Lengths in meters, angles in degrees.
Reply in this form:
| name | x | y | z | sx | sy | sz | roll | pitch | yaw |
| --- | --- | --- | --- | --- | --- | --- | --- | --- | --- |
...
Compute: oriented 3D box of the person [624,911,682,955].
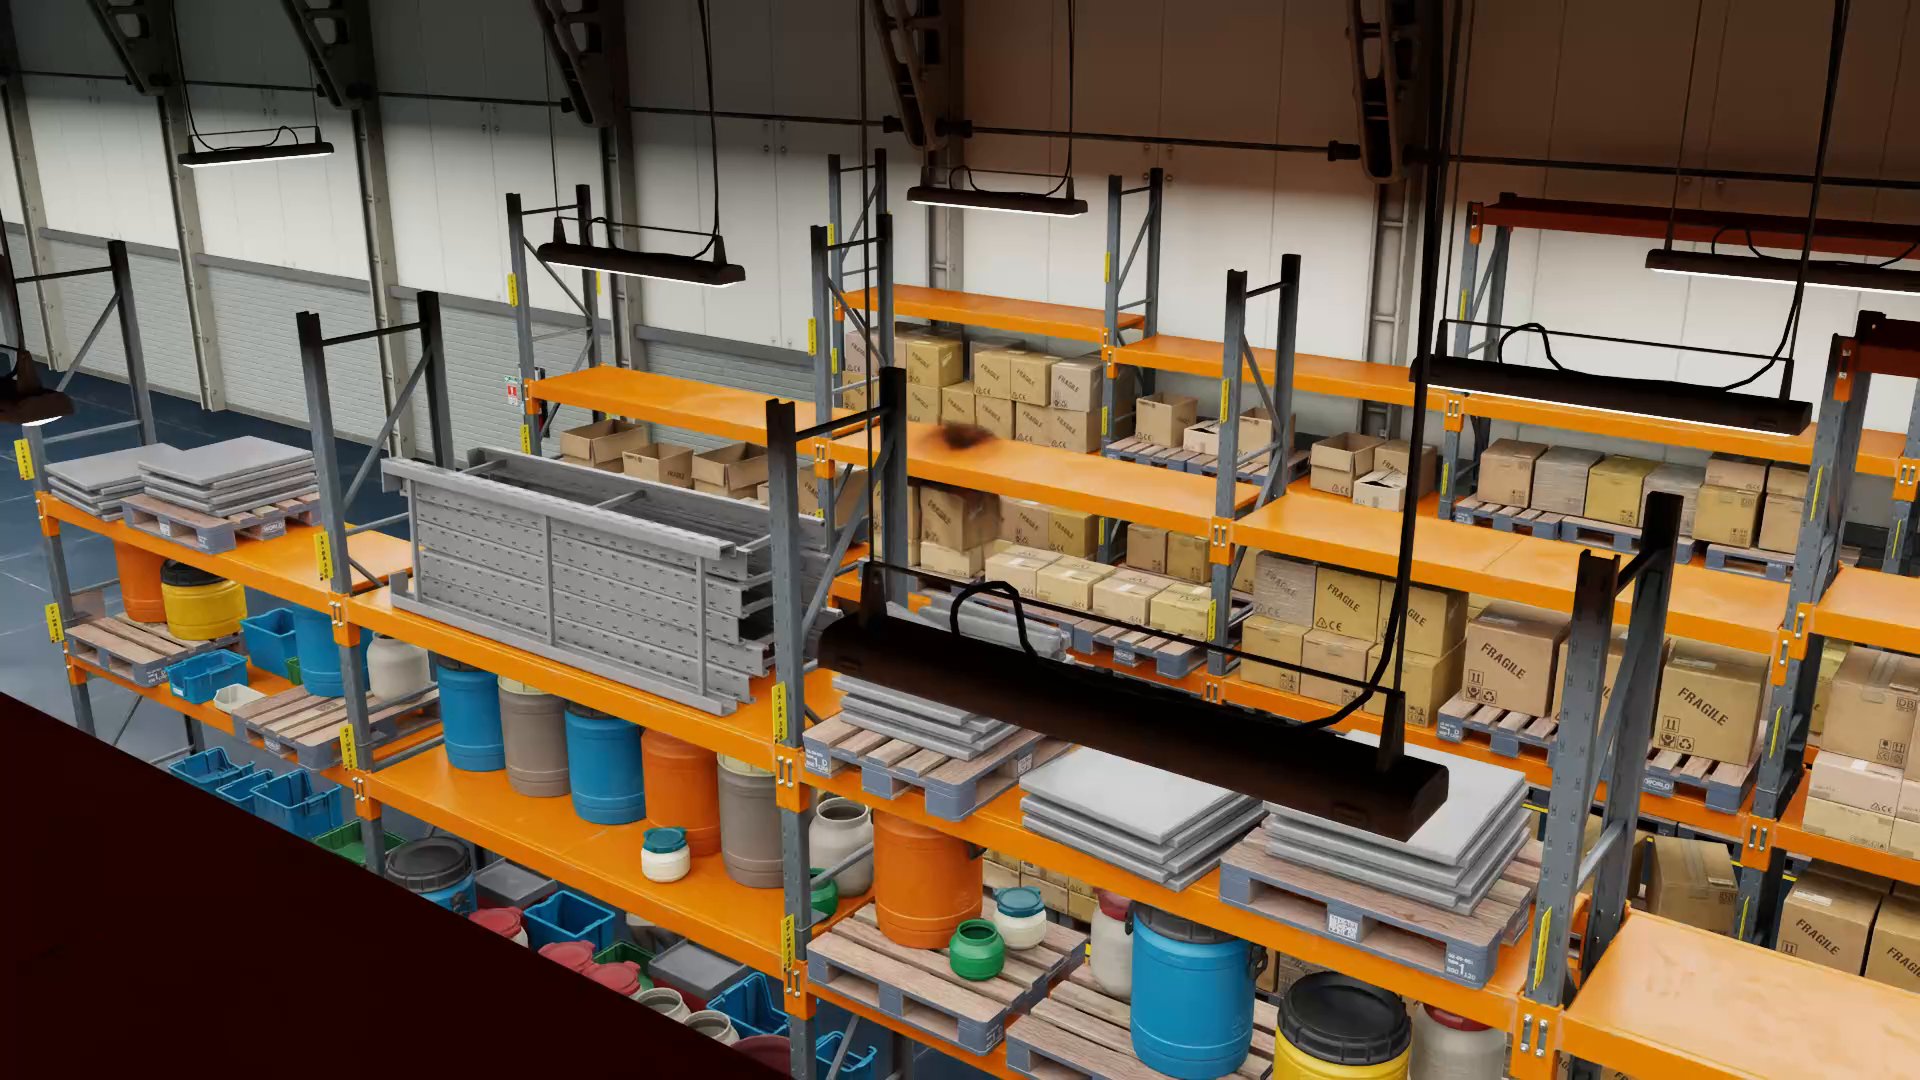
| name | x | y | z | sx | sy | sz | roll | pitch | yaw |
| --- | --- | --- | --- | --- | --- | --- | --- | --- | --- |
| person | -2.465 | 3.064 | 13.344 | 0.598 | 1.634 | 0.660 | 3 | 19 | 10 |
